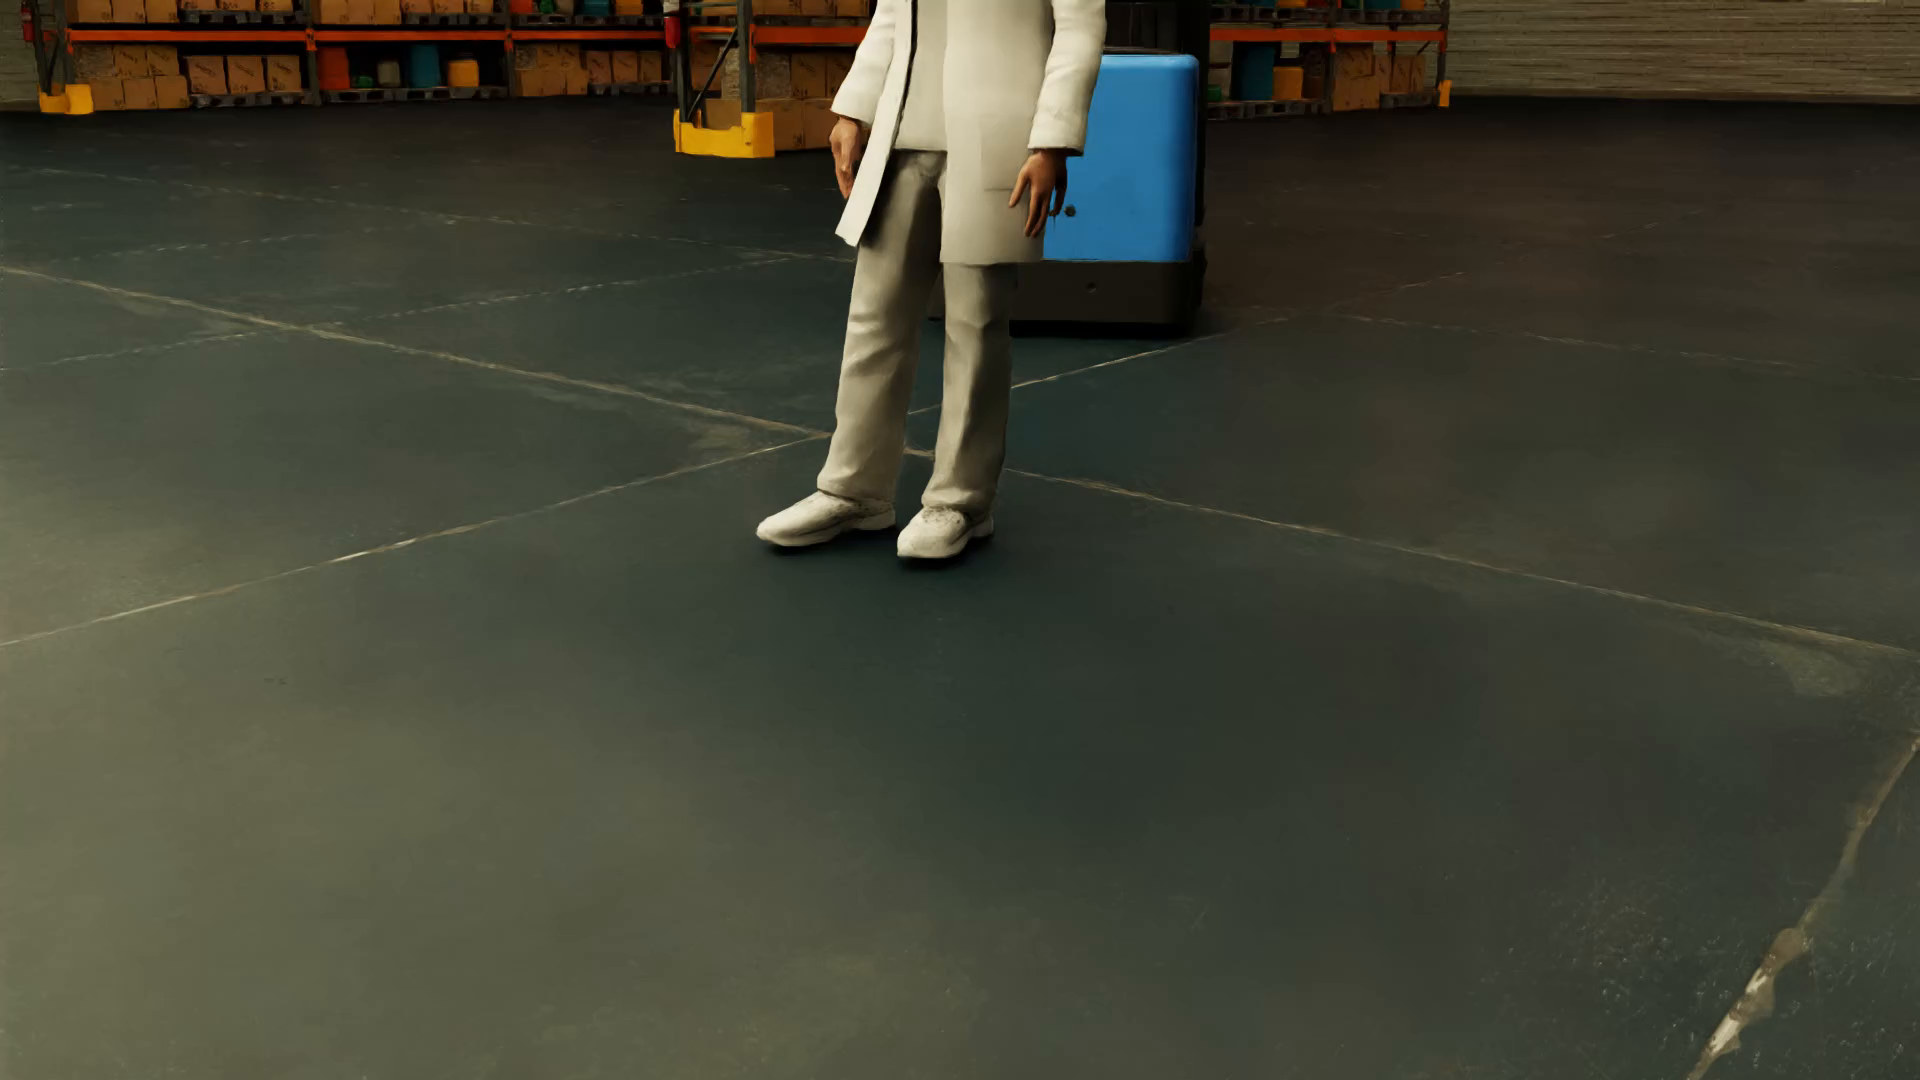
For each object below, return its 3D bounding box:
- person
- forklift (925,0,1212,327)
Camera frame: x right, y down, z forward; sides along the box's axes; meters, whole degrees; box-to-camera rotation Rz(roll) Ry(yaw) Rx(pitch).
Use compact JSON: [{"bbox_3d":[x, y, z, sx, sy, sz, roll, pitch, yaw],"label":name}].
[{"bbox_3d":[-0.061,-0.838,3.617,0.694,1.776,0.579,13,21,37],"label":"person"},{"bbox_3d":[0.607,-2.628,7.552,1.130,2.935,3.031,3,17,9],"label":"forklift"}]
